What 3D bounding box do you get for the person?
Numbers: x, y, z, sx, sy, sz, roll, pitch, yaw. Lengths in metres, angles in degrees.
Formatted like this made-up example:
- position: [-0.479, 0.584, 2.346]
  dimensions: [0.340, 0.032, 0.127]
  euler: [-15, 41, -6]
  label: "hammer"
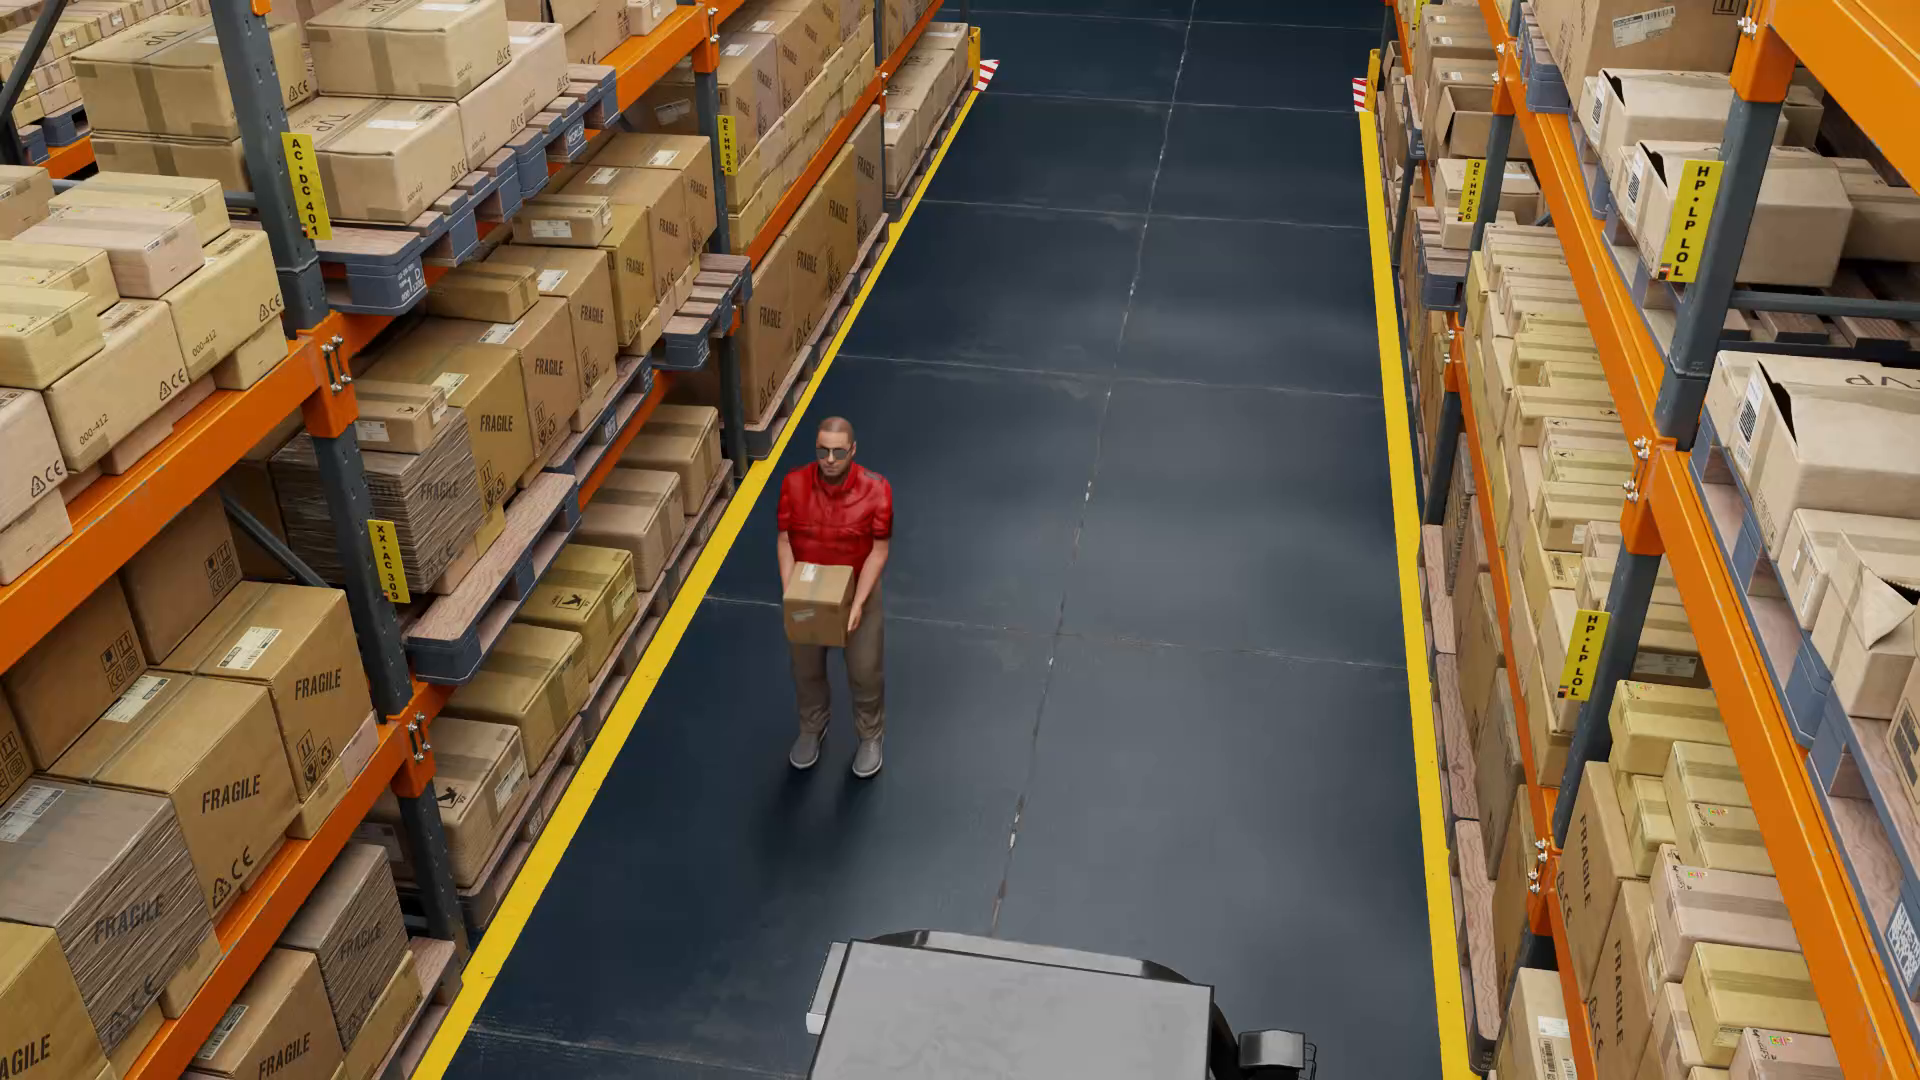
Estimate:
- position: [-0.555, 0.292, 7.302]
  dimensions: [0.514, 1.725, 0.530]
  euler: [5, 33, 8]
  label: "person"
